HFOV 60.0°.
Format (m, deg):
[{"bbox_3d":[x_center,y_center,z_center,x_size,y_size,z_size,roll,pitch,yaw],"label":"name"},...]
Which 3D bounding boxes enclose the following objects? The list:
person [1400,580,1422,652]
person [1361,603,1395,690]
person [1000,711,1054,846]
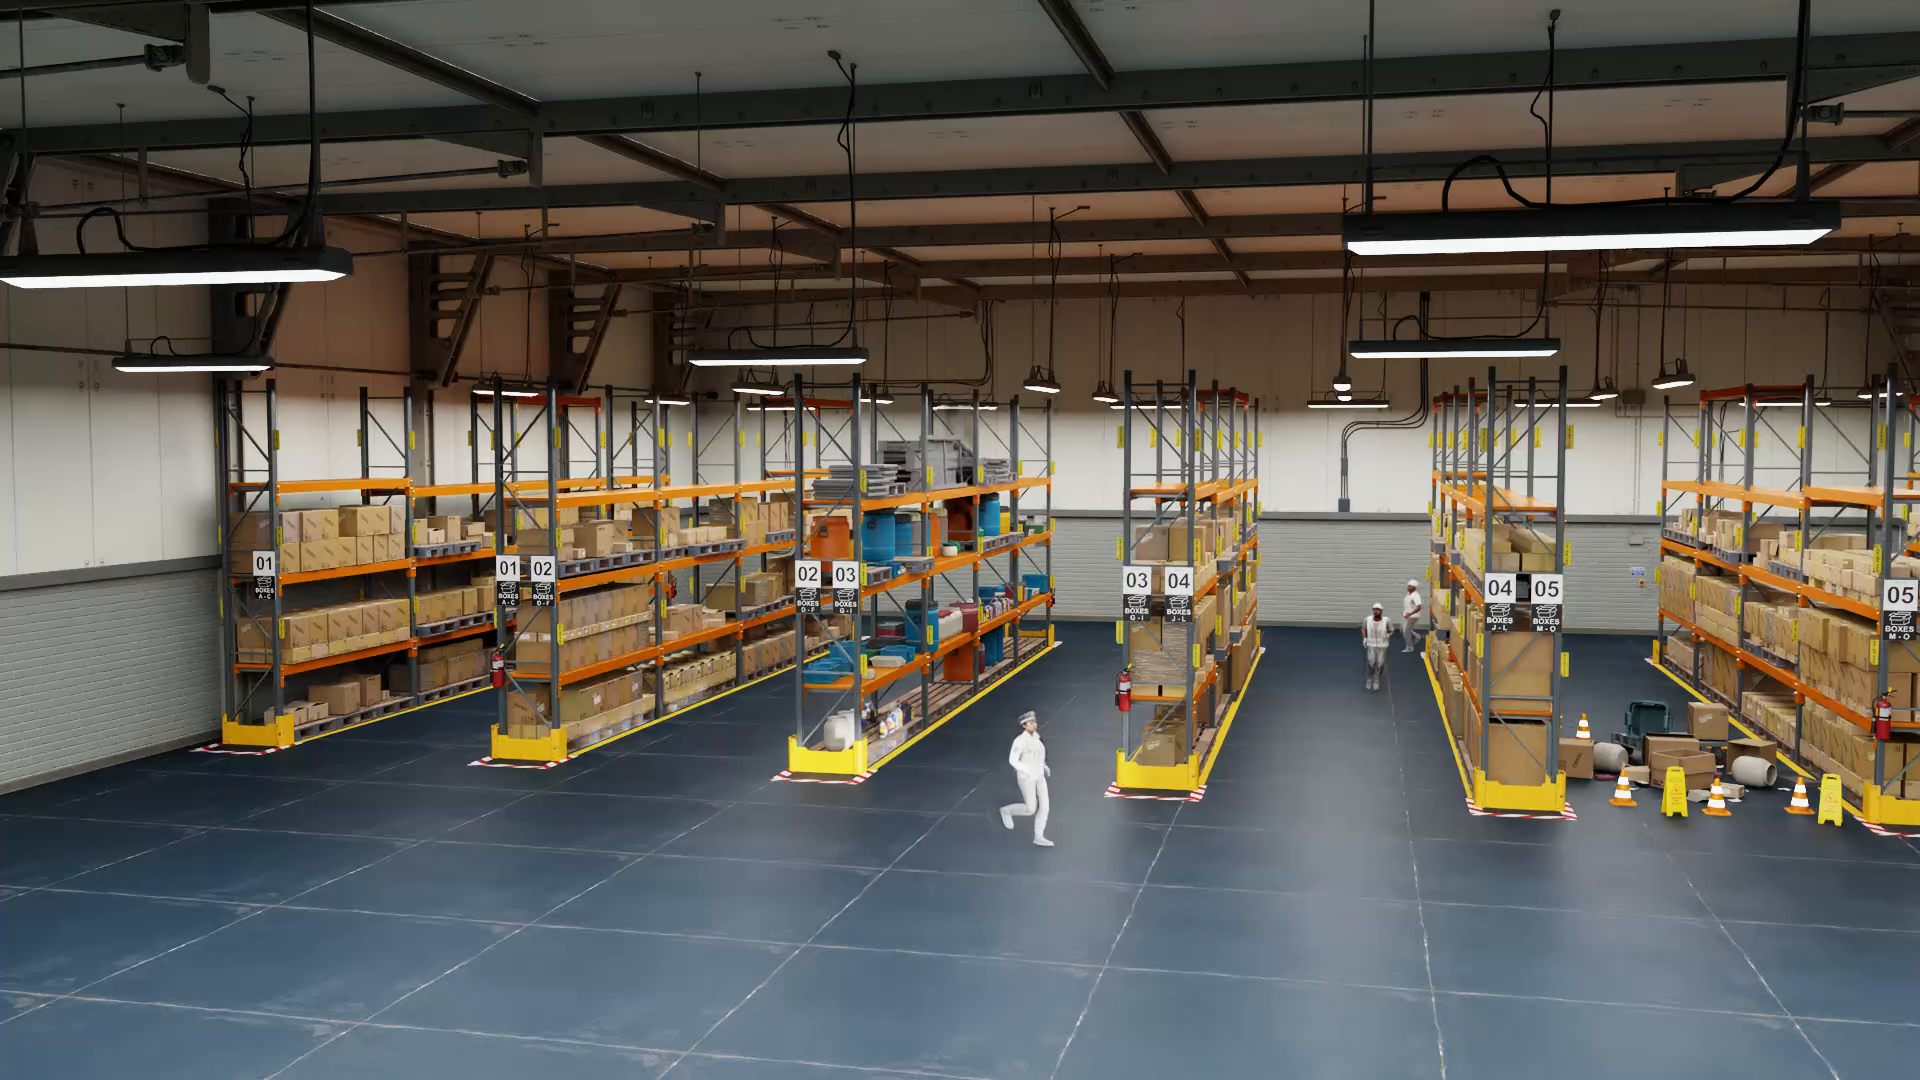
[{"bbox_3d":[10.715,1.810,39.308,0.582,1.752,0.724,-1,3,-9],"label":"person"},{"bbox_3d":[8.302,2.135,33.063,0.655,1.755,0.644,1,4,16],"label":"person"},{"bbox_3d":[0.896,2.942,20.641,0.711,1.657,0.633,3,5,42],"label":"person"}]
